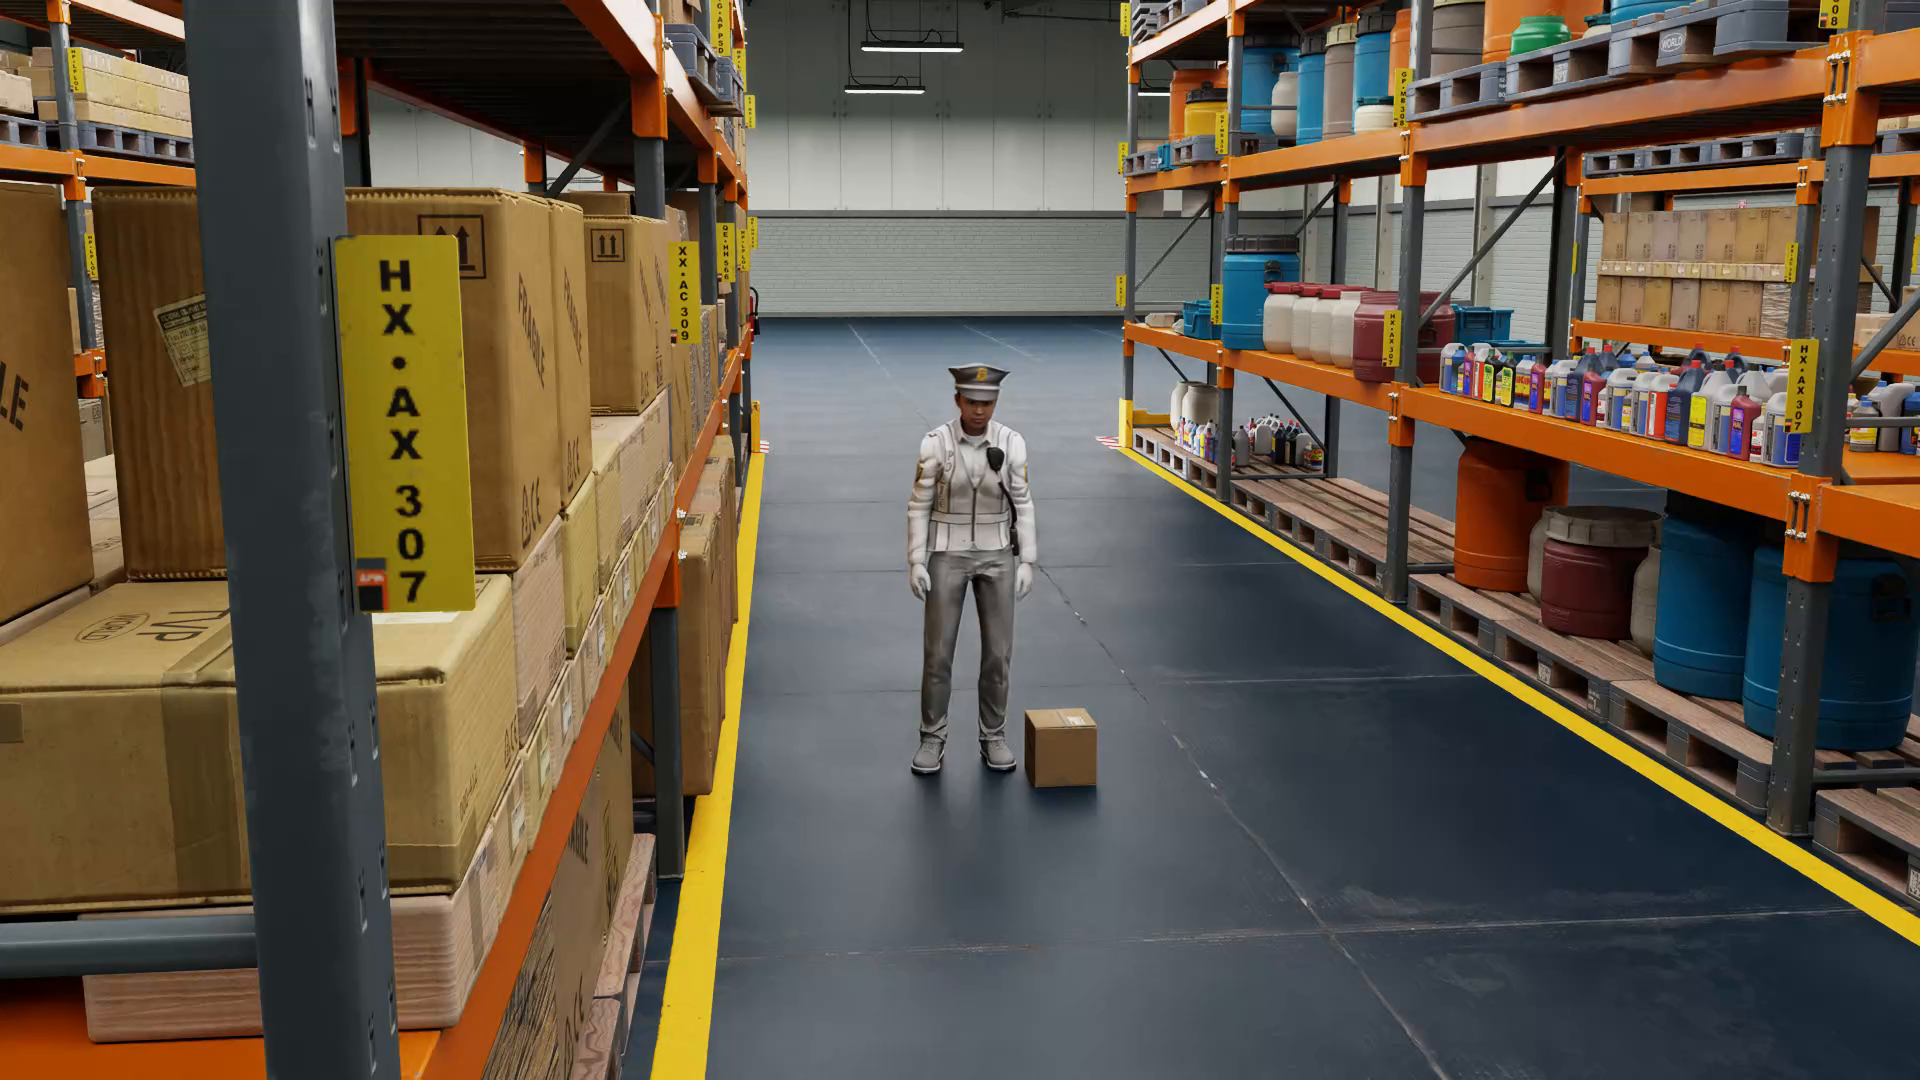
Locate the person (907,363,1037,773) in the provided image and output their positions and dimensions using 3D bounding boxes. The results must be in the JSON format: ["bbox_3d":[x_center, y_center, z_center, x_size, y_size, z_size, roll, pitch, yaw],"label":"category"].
[{"bbox_3d":[0.049,0.107,6.792,0.529,1.664,0.374,-1,10,-5],"label":"person"}]
